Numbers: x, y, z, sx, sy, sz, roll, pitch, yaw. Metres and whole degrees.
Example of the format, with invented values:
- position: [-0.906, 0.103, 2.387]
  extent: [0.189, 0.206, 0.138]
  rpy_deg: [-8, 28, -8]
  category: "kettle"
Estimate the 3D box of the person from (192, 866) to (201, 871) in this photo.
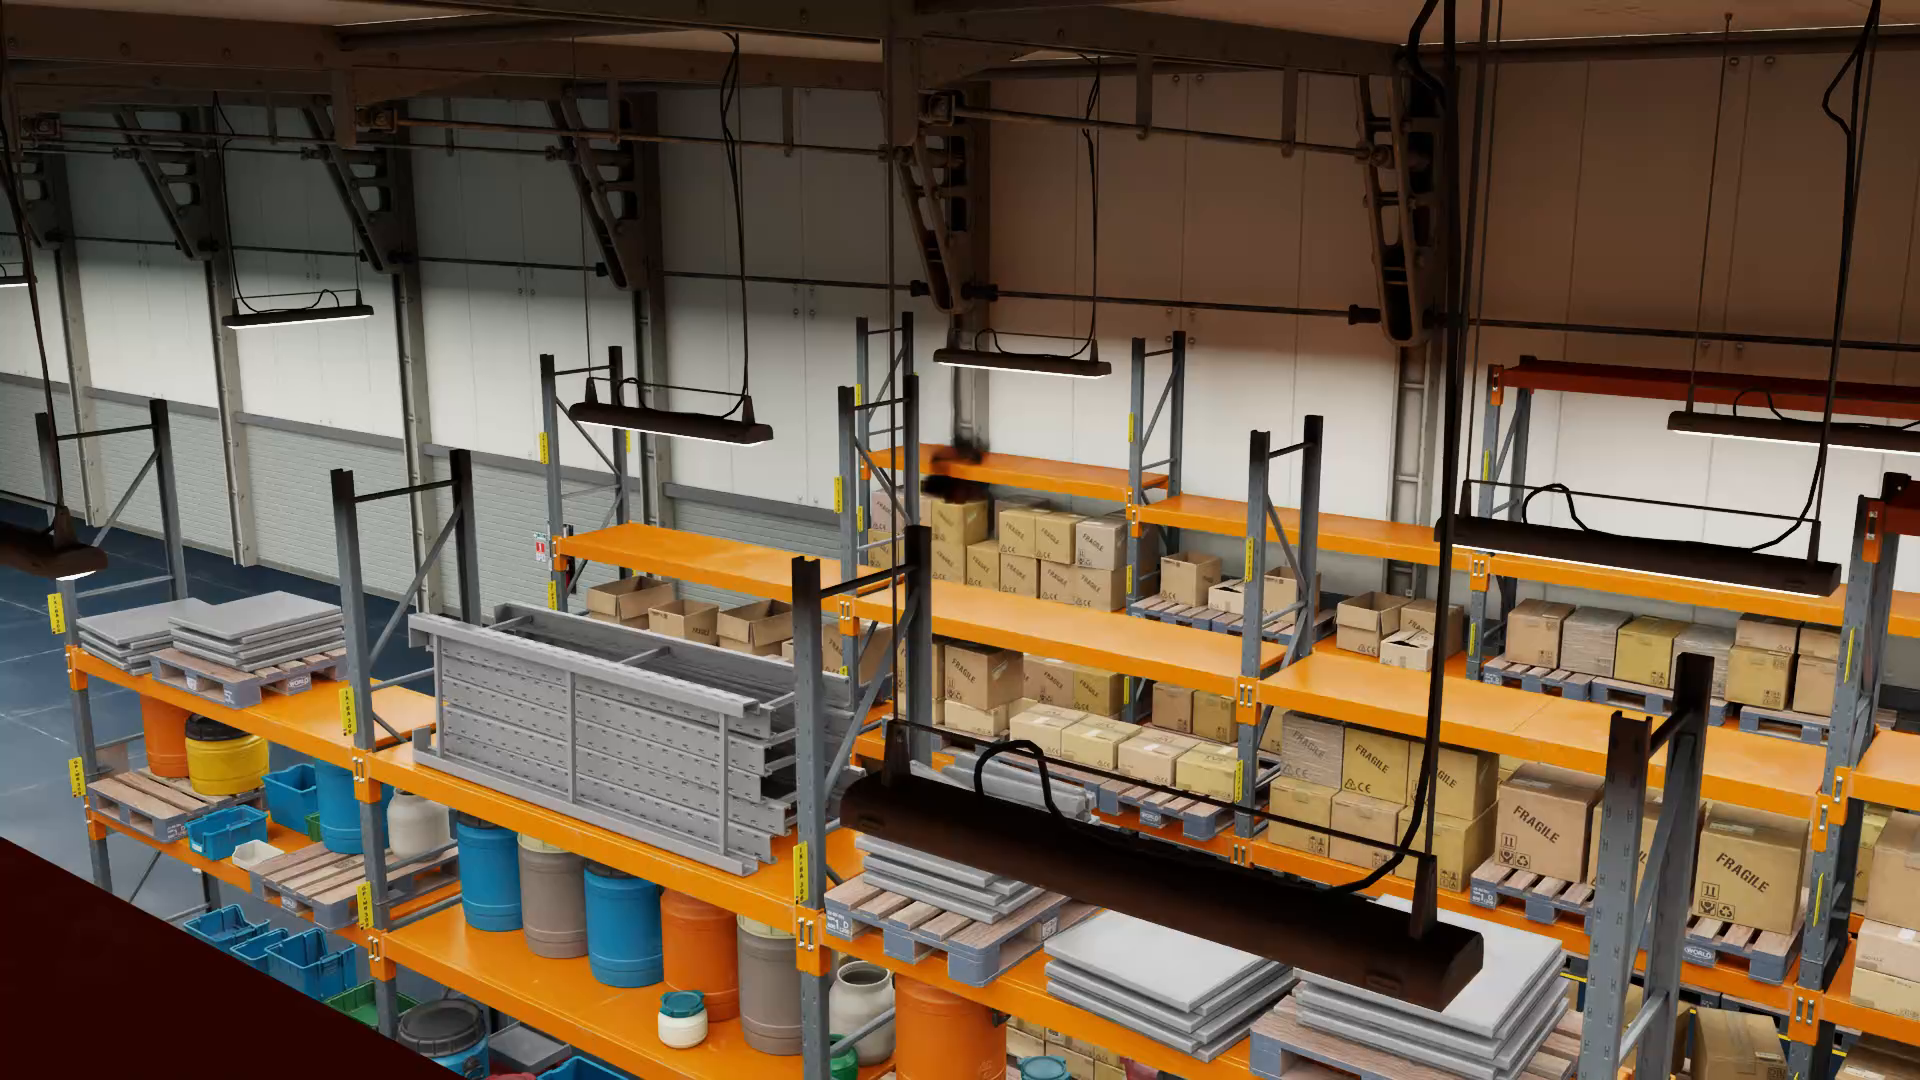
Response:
- position: [-8.728, 2.985, 18.759]
  extent: [0.579, 1.633, 0.549]
  rpy_deg: [-8, 16, -32]
  category: "person"
